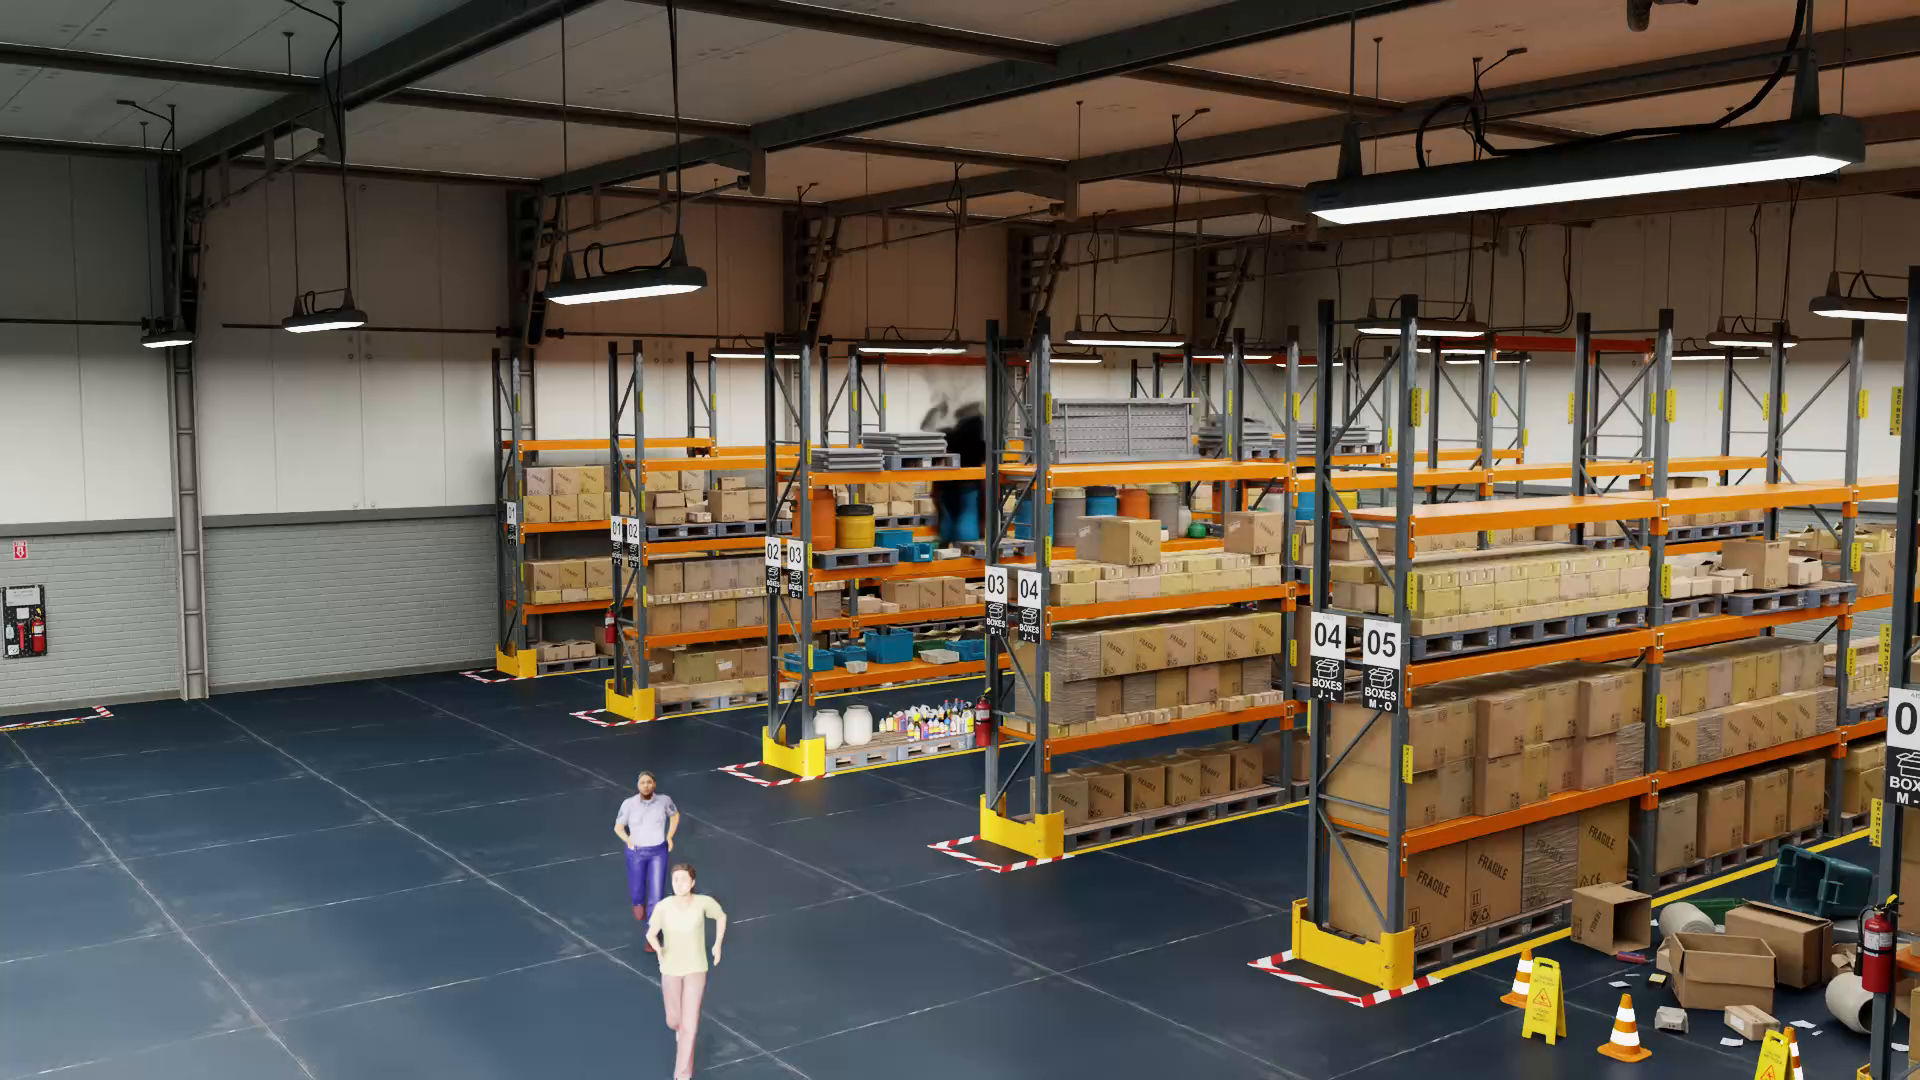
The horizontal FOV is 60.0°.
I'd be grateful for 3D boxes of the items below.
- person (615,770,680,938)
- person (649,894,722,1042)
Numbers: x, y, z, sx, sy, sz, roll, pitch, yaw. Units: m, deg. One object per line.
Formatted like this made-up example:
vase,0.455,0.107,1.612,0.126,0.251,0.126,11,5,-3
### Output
person,-2.946,2.940,15.693,0.609,1.562,0.716,-1,5,-12
person,-2.075,3.366,12.528,0.543,1.382,0.970,0,5,-2
